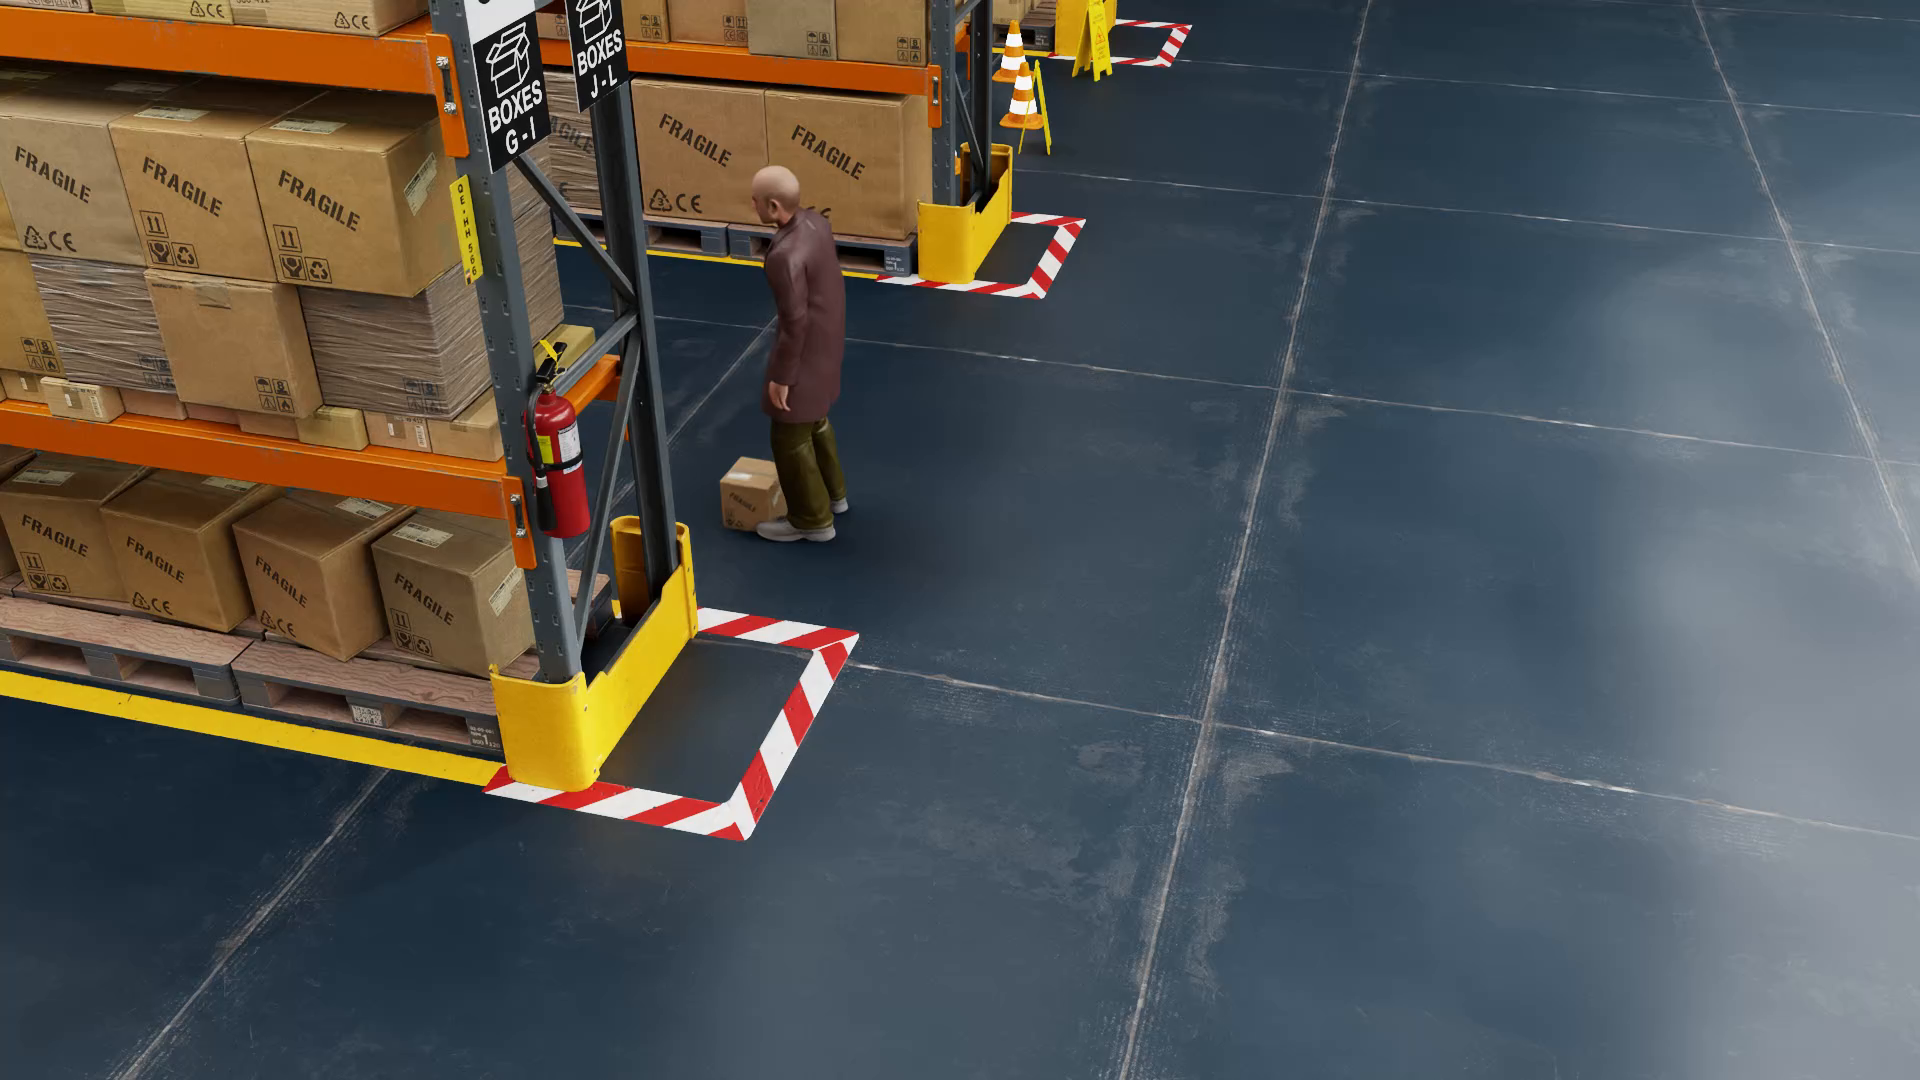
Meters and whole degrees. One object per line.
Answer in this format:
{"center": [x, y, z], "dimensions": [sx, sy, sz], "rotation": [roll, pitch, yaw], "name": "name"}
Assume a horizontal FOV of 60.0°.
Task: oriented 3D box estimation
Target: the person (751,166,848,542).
{"center": [-0.721, -0.775, 7.487], "dimensions": [0.428, 1.652, 0.632], "rotation": [6, 33, 10], "name": "person"}
